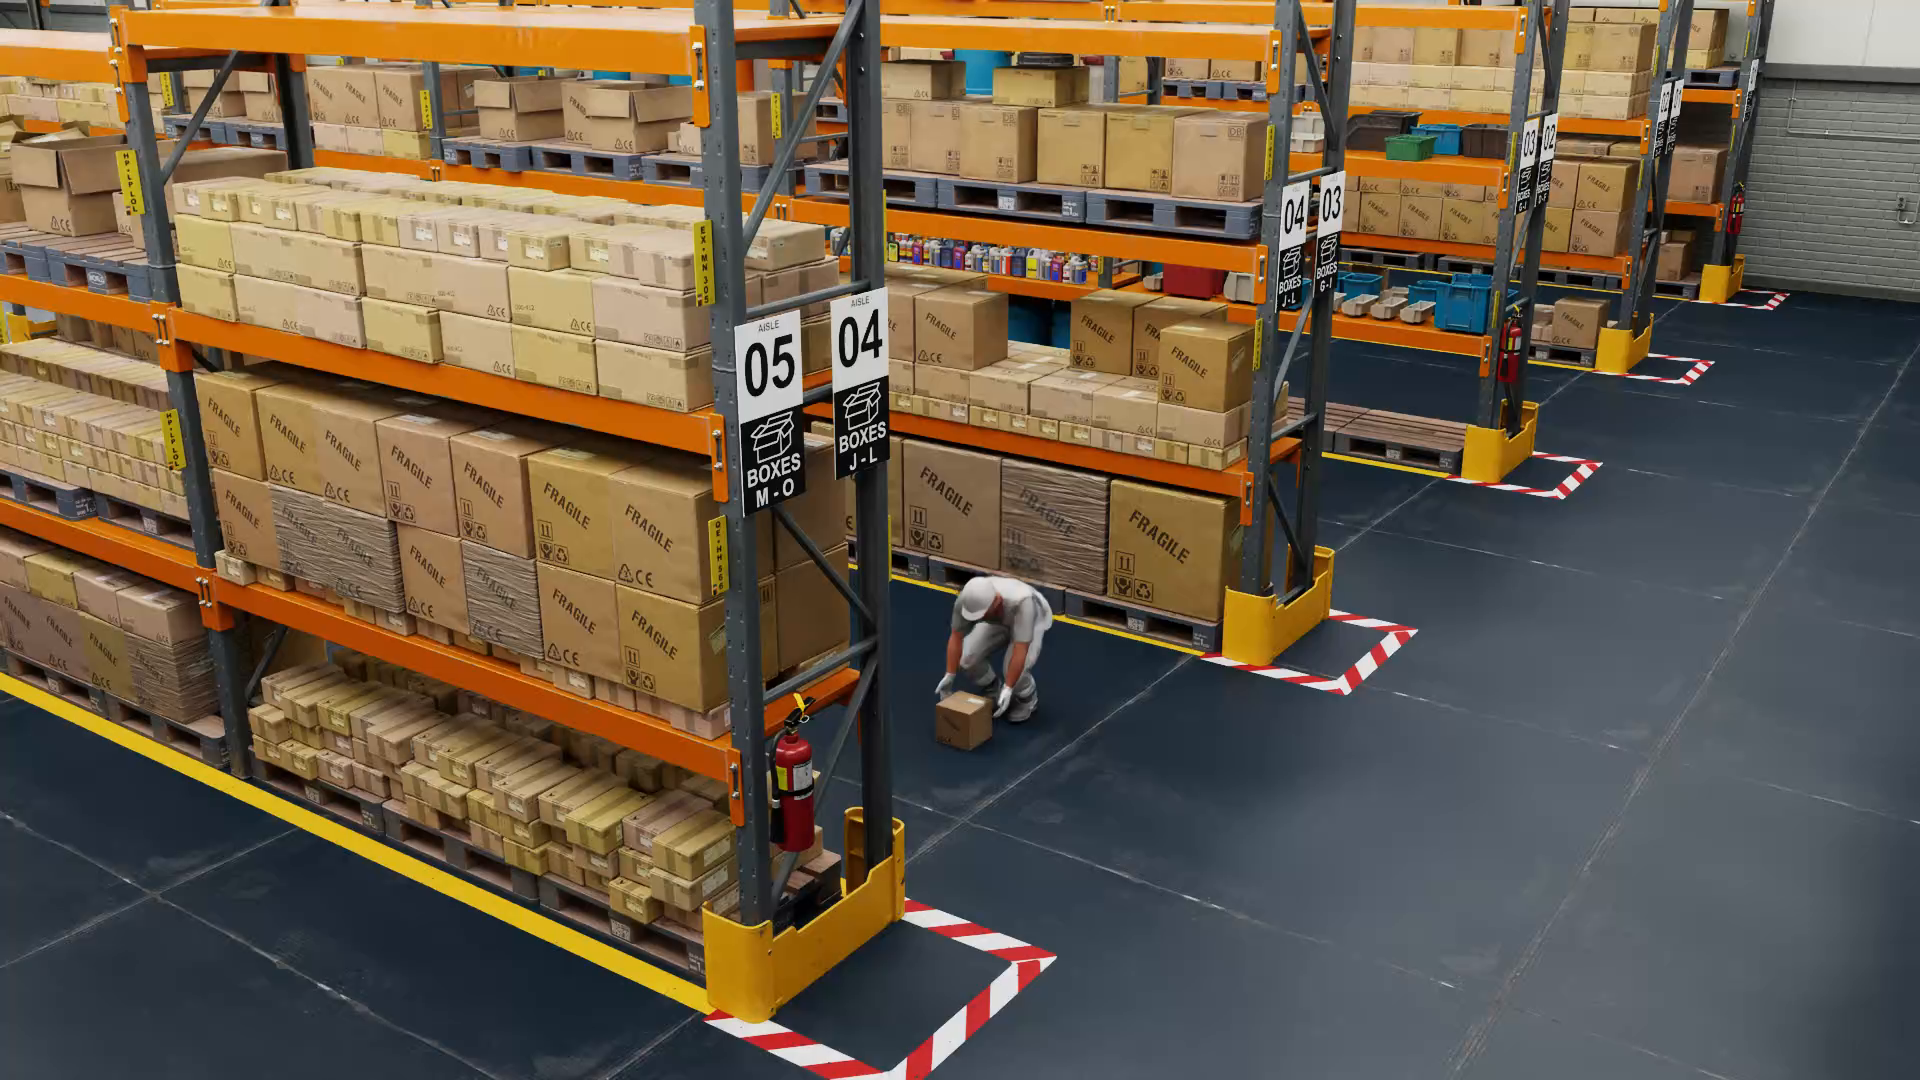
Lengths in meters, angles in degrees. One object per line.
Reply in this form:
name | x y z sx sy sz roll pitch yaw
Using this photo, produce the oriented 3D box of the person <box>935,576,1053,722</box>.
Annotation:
person | 0.267 0.631 10.349 0.578 1.065 0.870 13 23 32
